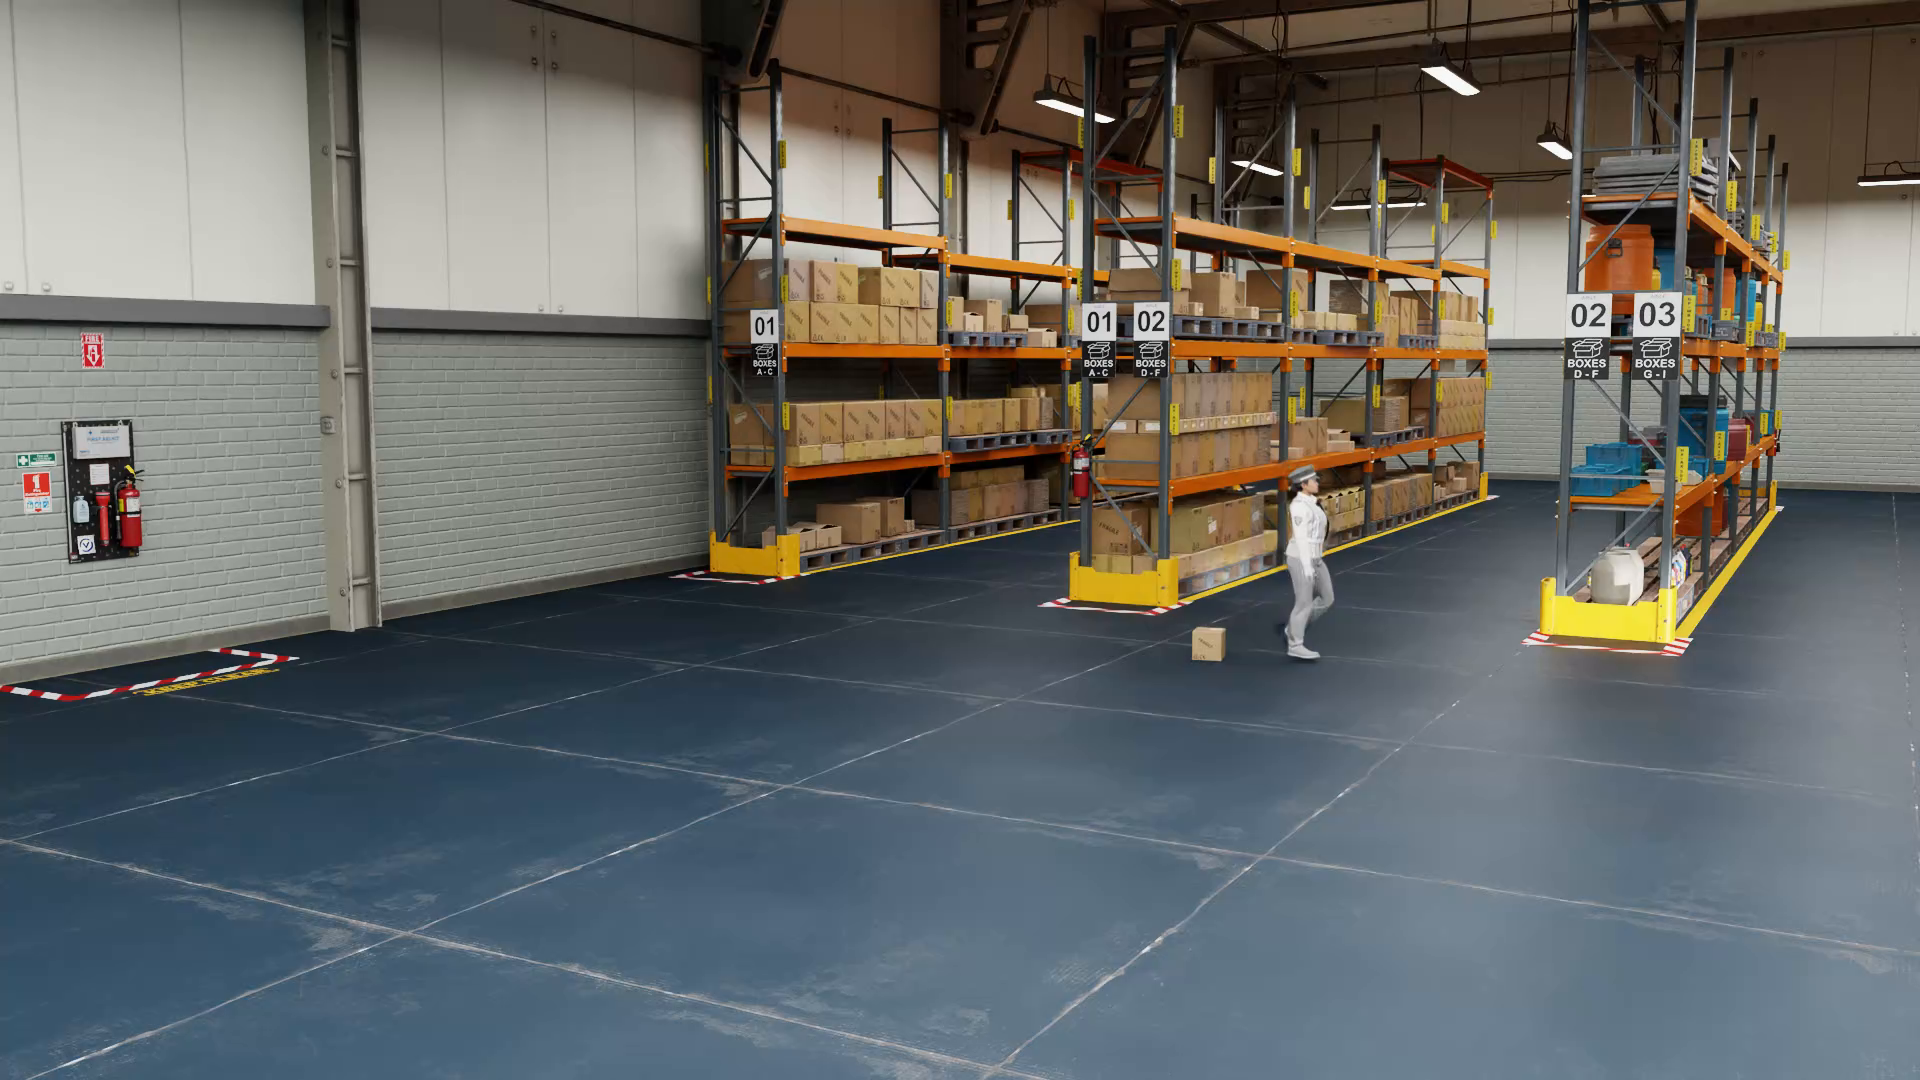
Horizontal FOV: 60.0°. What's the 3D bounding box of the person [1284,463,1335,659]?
[{"bbox_3d":[2.988,0.182,14.294,0.411,1.689,0.477,3,7,28],"label":"person"}]
